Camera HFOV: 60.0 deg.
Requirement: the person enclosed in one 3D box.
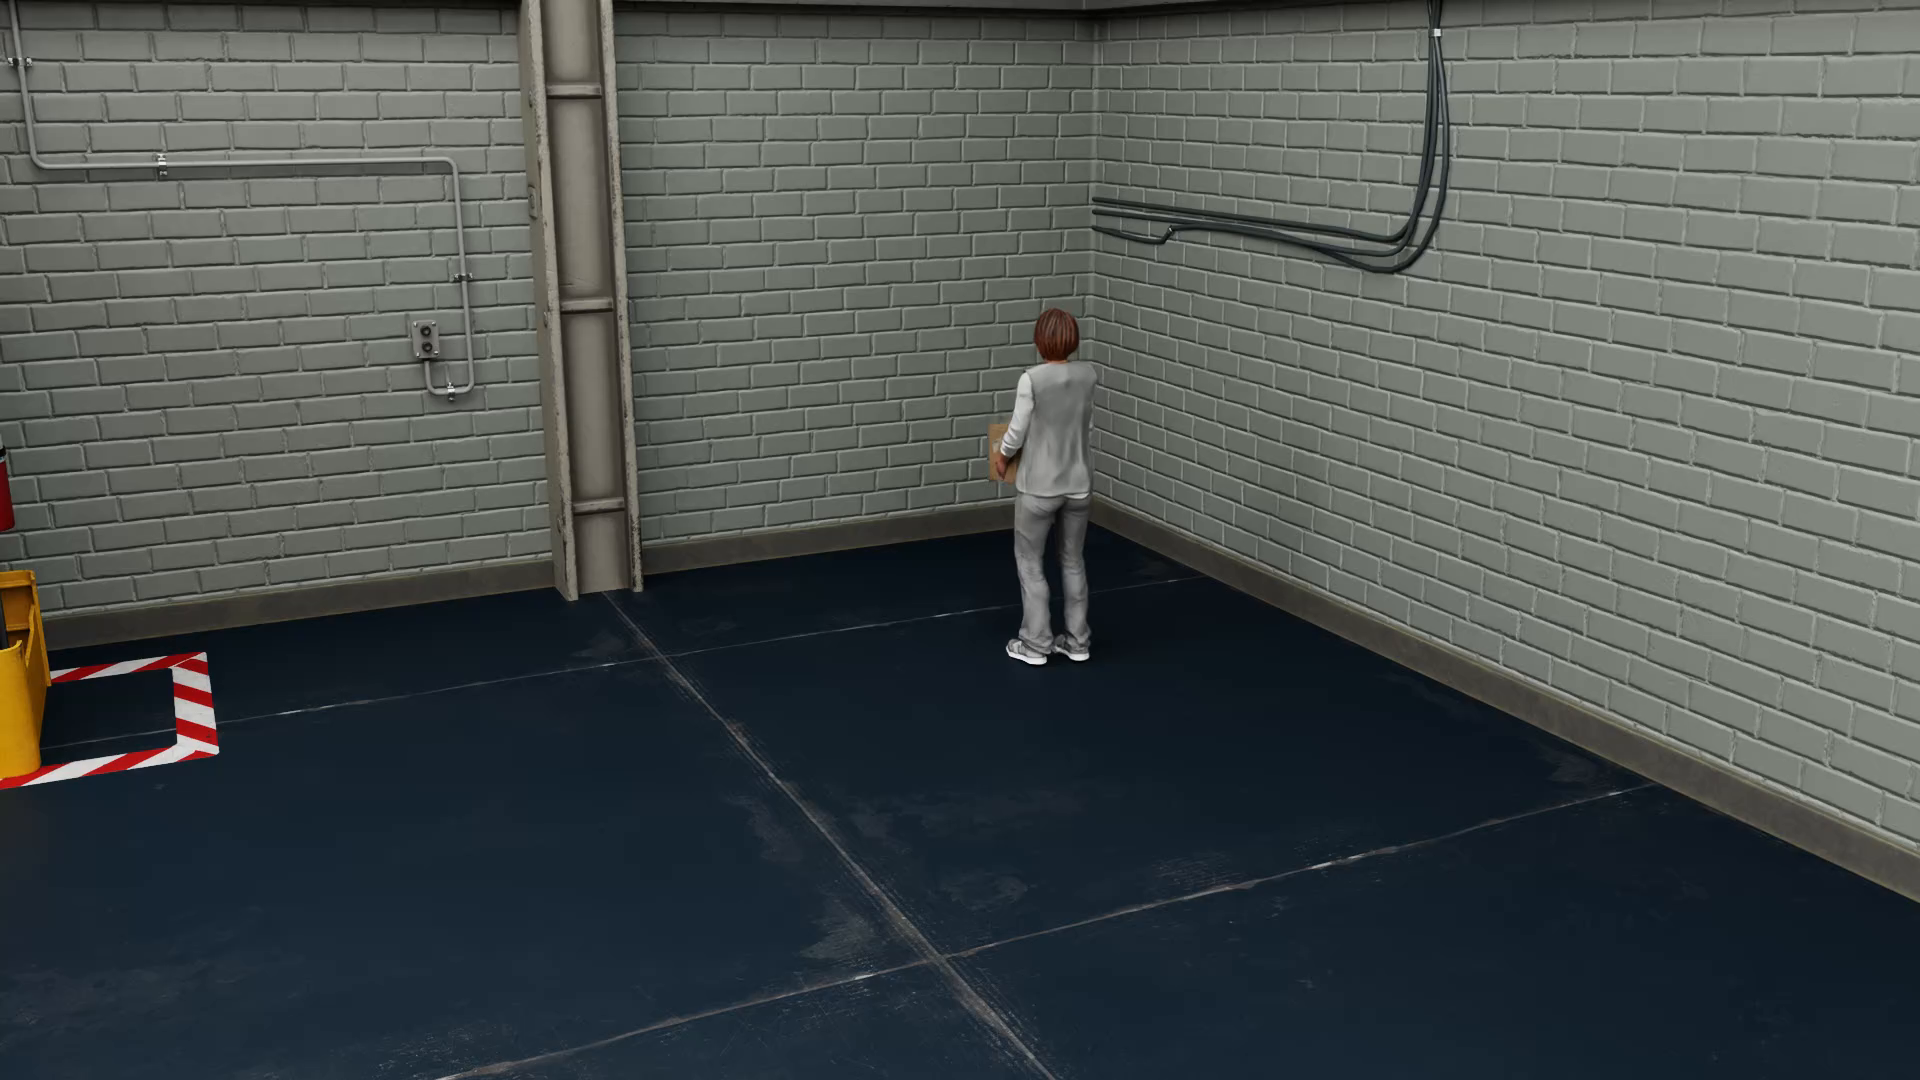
[{"bbox_3d":[0.378,-0.240,7.393,0.438,1.602,0.470,-8,17,-25],"label":"person"}]
